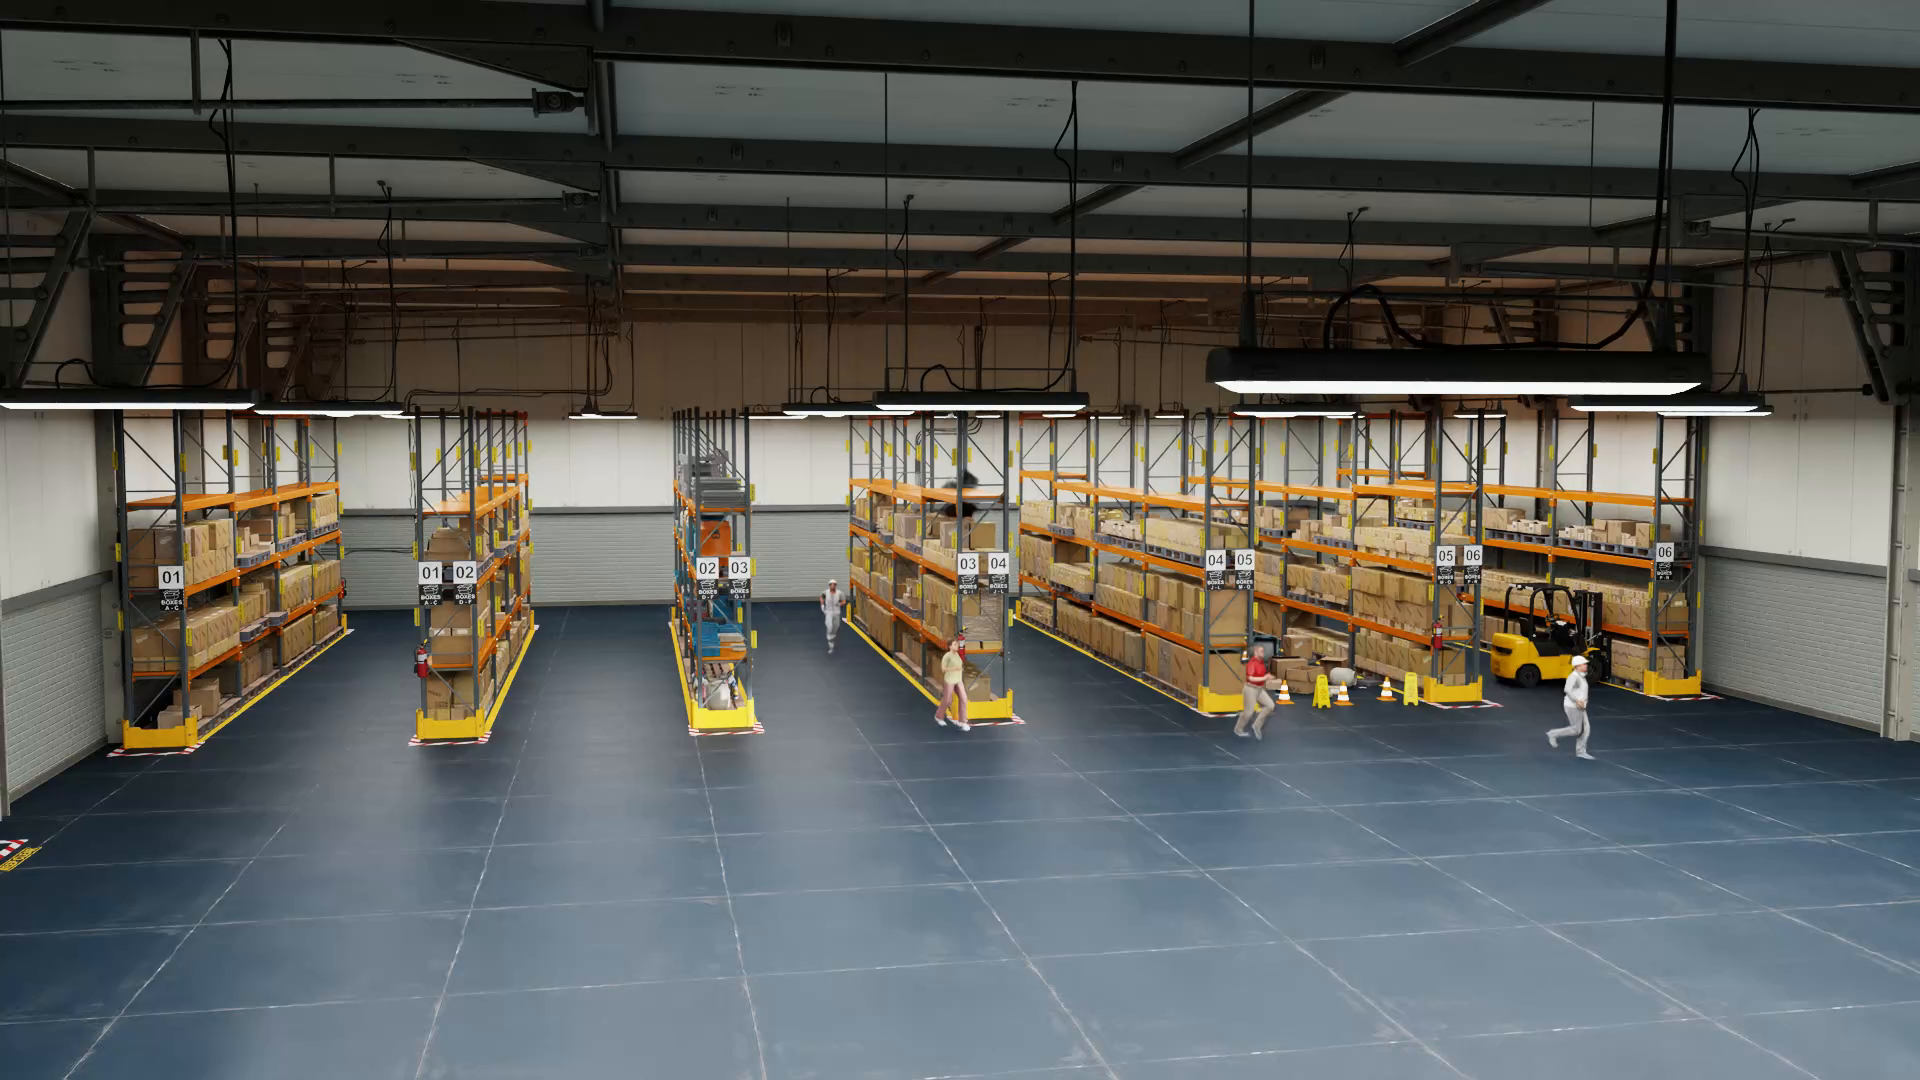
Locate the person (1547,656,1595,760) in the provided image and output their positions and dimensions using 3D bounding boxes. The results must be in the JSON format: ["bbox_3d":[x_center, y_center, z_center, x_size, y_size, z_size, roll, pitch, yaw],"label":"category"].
[{"bbox_3d":[10.475,2.844,28.422,0.791,1.757,0.684,3,5,33],"label":"person"}]

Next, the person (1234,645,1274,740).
[{"bbox_3d":[5.308,2.743,29.907,0.830,1.723,0.694,3,5,38],"label":"person"}]

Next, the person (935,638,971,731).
[{"bbox_3d":[-0.166,2.674,30.949,0.570,1.705,0.822,-4,6,-43],"label":"person"}]

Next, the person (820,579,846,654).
[{"bbox_3d":[-3.159,1.887,41.560,0.622,1.834,1.025,-1,4,-14],"label":"person"}]
